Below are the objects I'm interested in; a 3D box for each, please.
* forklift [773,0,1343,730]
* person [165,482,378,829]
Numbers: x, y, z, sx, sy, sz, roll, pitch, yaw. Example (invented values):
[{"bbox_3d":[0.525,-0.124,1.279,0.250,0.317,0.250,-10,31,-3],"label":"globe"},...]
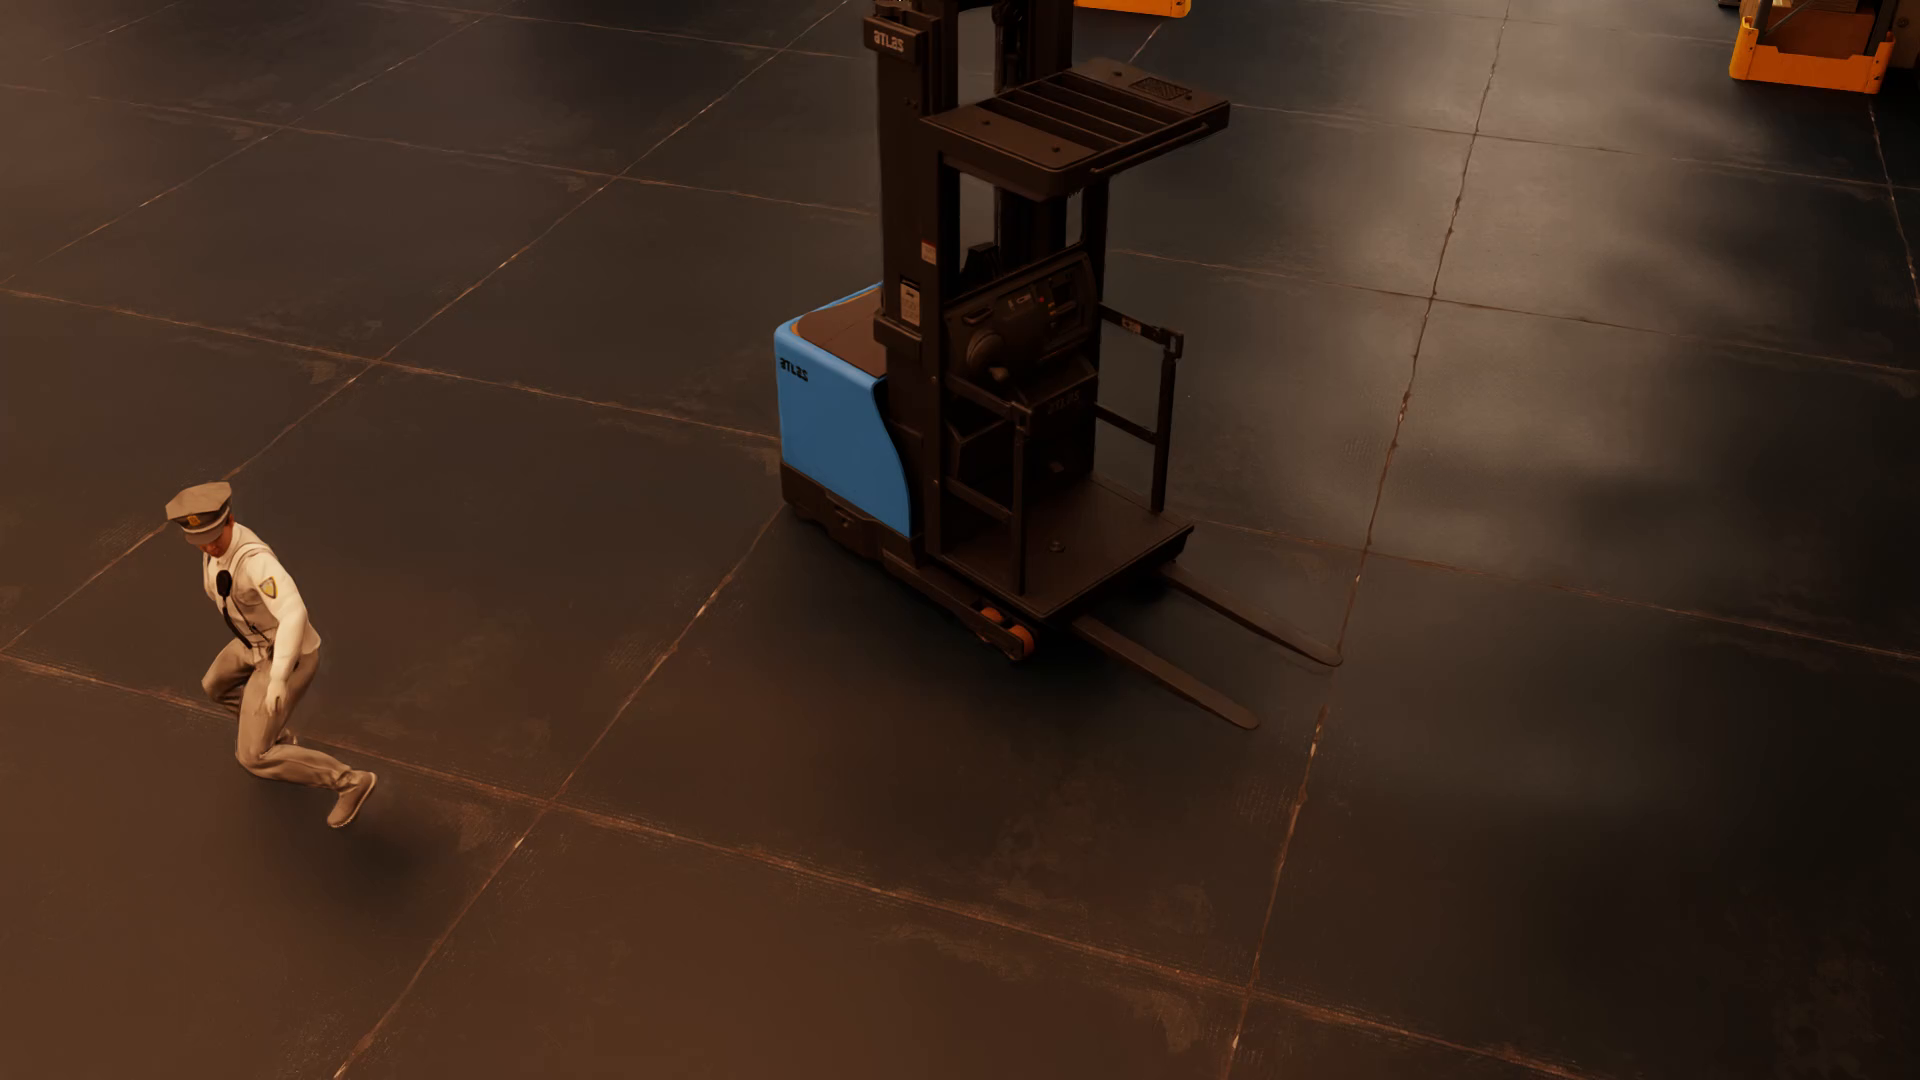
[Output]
[{"bbox_3d":[0.436,-0.964,7.471,1.130,2.935,3.031,-29,45,-35],"label":"forklift"},{"bbox_3d":[-2.852,0.430,6.771,0.466,1.549,1.051,-21,41,-27],"label":"person"}]
